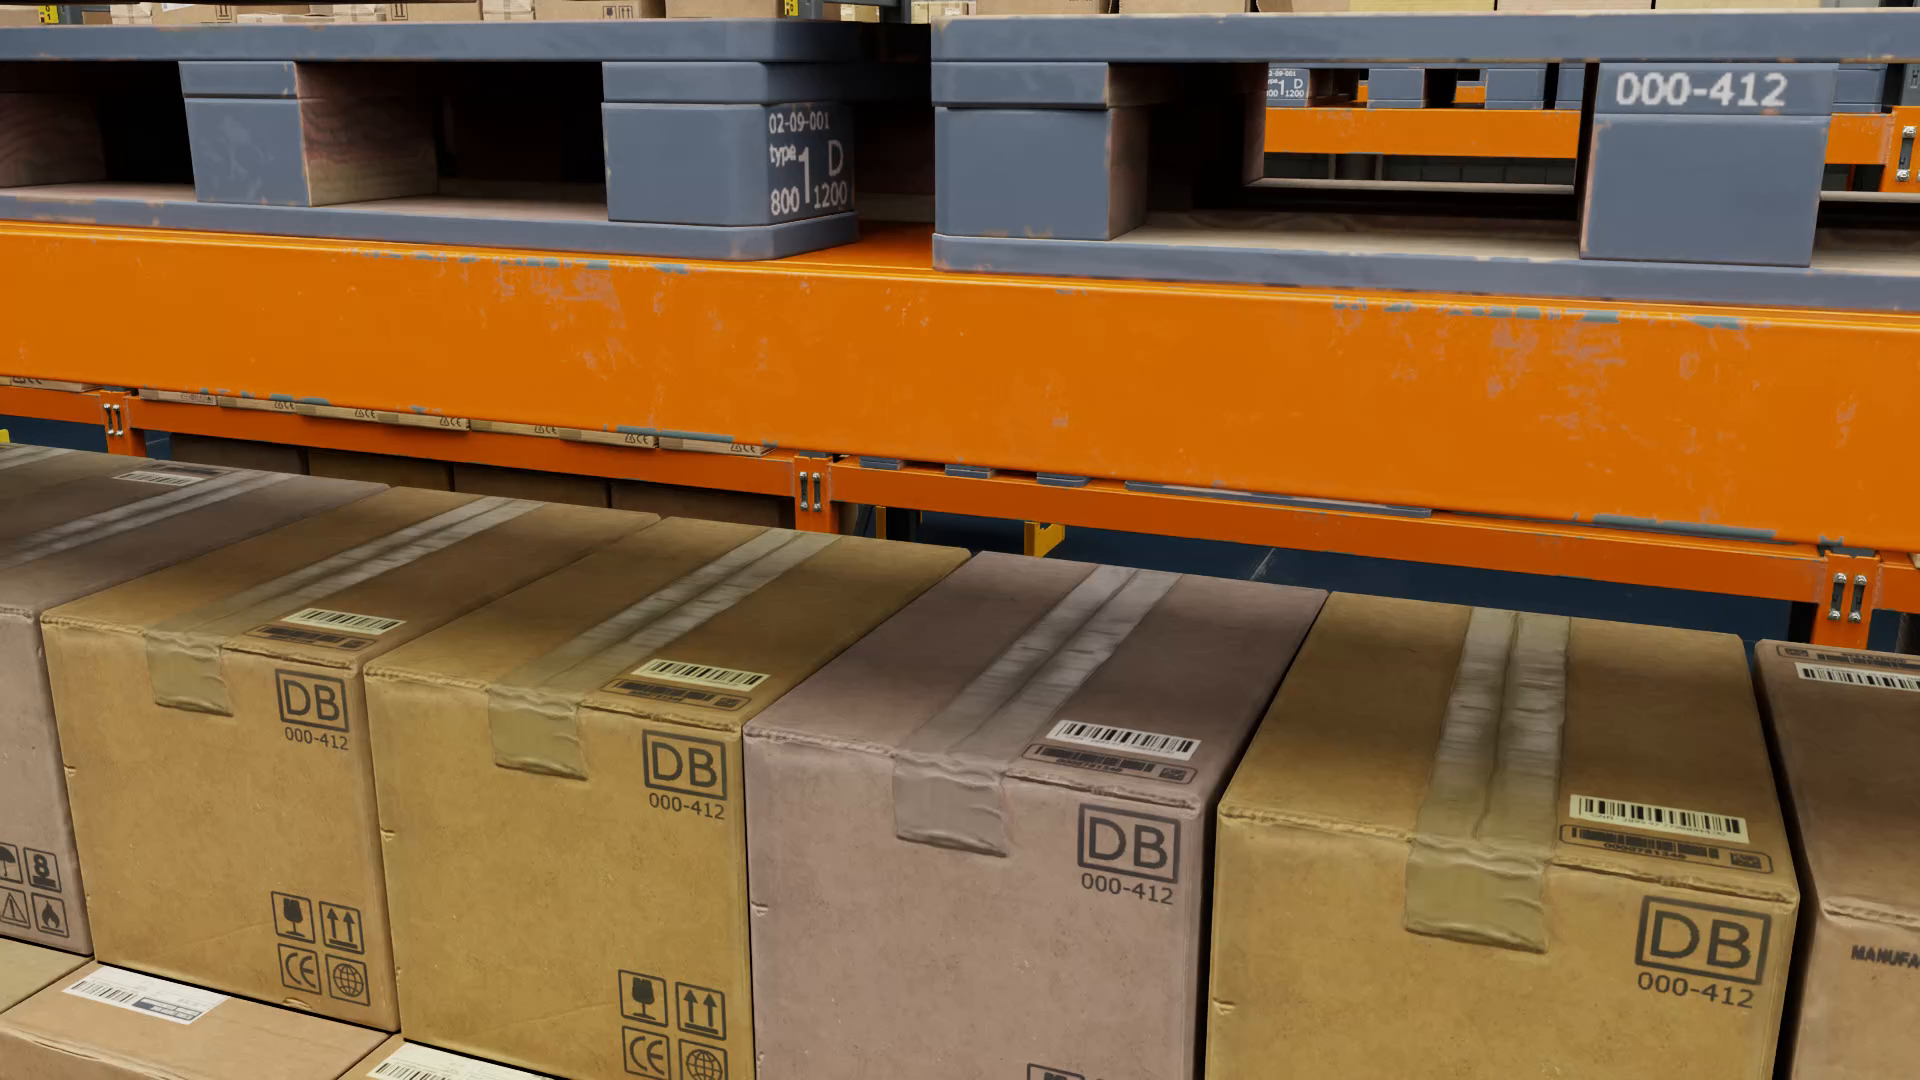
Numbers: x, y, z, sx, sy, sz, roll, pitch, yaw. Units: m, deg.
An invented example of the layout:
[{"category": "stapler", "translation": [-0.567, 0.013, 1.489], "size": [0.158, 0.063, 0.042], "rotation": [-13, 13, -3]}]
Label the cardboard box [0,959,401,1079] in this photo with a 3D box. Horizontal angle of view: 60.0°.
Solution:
[{"category": "cardboard box", "translation": [-0.917, 0.812, 2.316], "size": [0.500, 0.500, 0.500], "rotation": [6, 17, 21]}]

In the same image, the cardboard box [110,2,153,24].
[{"category": "cardboard box", "translation": [-3.840, -2.498, 8.004], "size": [0.258, 0.266, 0.396], "rotation": [6, 17, 20]}]

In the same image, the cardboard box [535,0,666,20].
[{"category": "cardboard box", "translation": [-1.447, -2.395, 7.230], "size": [0.500, 0.500, 0.700], "rotation": [5, 17, 18]}]

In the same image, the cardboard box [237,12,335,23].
[{"category": "cardboard box", "translation": [-3.129, -2.372, 7.749], "size": [0.250, 0.166, 0.380], "rotation": [5, 17, 17]}]

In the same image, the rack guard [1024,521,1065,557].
[{"category": "rack guard", "translation": [0.534, -0.061, 10.436], "size": [0.087, 0.250, 0.587], "rotation": [6, 17, 21]}]

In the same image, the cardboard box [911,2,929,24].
[{"category": "cardboard box", "translation": [-0.274, -3.734, 11.797], "size": [0.250, 0.149, 0.380], "rotation": [6, 17, 21]}]

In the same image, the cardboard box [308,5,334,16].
[{"category": "cardboard box", "translation": [-3.281, -2.626, 8.364], "size": [0.500, 0.311, 0.500], "rotation": [6, 17, 21]}]

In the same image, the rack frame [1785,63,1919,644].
[{"category": "rack frame", "translation": [3.265, -0.244, 6.132], "size": [0.127, 3.000, 1.000], "rotation": [6, 17, 21]}]

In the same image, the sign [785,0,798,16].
[{"category": "sign", "translation": [-0.668, -2.236, 6.548], "size": [0.005, 0.325, 0.100], "rotation": [6, 17, 21]}]

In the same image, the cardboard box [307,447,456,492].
[{"category": "cardboard box", "translation": [-2.728, -0.110, 8.731], "size": [0.875, 0.875, 0.875], "rotation": [7, 18, 22]}]

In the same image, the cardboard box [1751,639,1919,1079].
[{"category": "cardboard box", "translation": [1.078, 0.473, 1.691], "size": [0.500, 0.500, 0.700], "rotation": [6, 17, 20]}]

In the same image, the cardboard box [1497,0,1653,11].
[{"category": "cardboard box", "translation": [2.199, -1.889, 5.936], "size": [0.500, 0.250, 0.500], "rotation": [7, 17, 21]}]

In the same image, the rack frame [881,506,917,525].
[{"category": "rack frame", "translation": [-0.394, -0.764, 10.614], "size": [0.032, 1.500, 0.500], "rotation": [6, 17, 21]}]

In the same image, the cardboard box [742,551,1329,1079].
[{"category": "cardboard box", "translation": [0.129, 0.369, 2.049], "size": [0.500, 0.500, 0.700], "rotation": [6, 17, 21]}]

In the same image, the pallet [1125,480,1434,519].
[{"category": "pallet", "translation": [1.400, -0.369, 6.908], "size": [1.213, 0.211, 1.003], "rotation": [6, 17, 21]}]

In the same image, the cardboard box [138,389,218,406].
[{"category": "cardboard box", "translation": [-3.865, -0.876, 8.581], "size": [0.500, 0.250, 0.500], "rotation": [6, 17, 19]}]

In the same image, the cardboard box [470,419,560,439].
[{"category": "cardboard box", "translation": [-1.966, -0.669, 7.867], "size": [0.500, 0.250, 0.500], "rotation": [6, 17, 20]}]

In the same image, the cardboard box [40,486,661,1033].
[{"category": "cardboard box", "translation": [-0.816, 0.265, 2.408], "size": [0.500, 0.500, 0.700], "rotation": [6, 17, 20]}]

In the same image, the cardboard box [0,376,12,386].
[{"category": "cardboard box", "translation": [-5.183, -1.142, 9.049], "size": [0.500, 0.500, 0.500], "rotation": [6, 17, 19]}]

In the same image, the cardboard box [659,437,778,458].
[{"category": "cardboard box", "translation": [-1.022, -0.565, 7.509], "size": [0.500, 0.250, 0.500], "rotation": [6, 17, 19]}]

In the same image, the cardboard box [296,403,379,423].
[{"category": "cardboard box", "translation": [-2.912, -0.767, 8.206], "size": [0.500, 0.250, 0.500], "rotation": [6, 17, 20]}]

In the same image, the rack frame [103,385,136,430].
[{"category": "rack frame", "translation": [-4.177, -1.062, 8.951], "size": [0.127, 3.000, 1.000], "rotation": [6, 17, 21]}]

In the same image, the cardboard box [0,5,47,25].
[{"category": "cardboard box", "translation": [-4.889, -2.670, 8.419], "size": [0.258, 0.266, 0.396], "rotation": [7, 18, 22]}]

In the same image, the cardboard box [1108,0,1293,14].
[{"category": "cardboard box", "translation": [0.973, -1.994, 6.597], "size": [0.637, 0.503, 0.797], "rotation": [6, 17, 21]}]

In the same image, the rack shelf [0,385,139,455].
[{"category": "rack shelf", "translation": [-6.038, -0.921, 9.756], "size": [4.000, 0.370, 1.077], "rotation": [6, 17, 21]}]

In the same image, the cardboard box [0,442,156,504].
[{"category": "cardboard box", "translation": [-1.765, 0.162, 2.764], "size": [0.500, 0.500, 0.700], "rotation": [6, 17, 20]}]

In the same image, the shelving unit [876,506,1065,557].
[{"category": "shelving unit", "translation": [0.071, -0.712, 10.438], "size": [1.083, 1.500, 0.587], "rotation": [6, 17, 21]}]

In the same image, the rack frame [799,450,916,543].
[{"category": "rack frame", "translation": [-0.456, -0.653, 7.542], "size": [0.127, 3.000, 1.000], "rotation": [6, 17, 21]}]

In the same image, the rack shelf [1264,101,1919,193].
[{"category": "rack shelf", "translation": [1.404, -1.543, 6.519], "size": [4.000, 0.370, 1.077], "rotation": [6, 17, 21]}]

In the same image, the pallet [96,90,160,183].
[{"category": "pallet", "translation": [-1.560, -0.656, 2.513], "size": [1.003, 0.211, 1.213], "rotation": [7, 18, 23]}]

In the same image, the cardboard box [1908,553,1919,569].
[{"category": "cardboard box", "translation": [3.440, -0.008, 5.770], "size": [0.250, 0.149, 0.380], "rotation": [6, 17, 20]}]

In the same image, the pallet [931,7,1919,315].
[{"category": "pallet", "translation": [0.671, -0.379, 1.562], "size": [1.217, 0.209, 0.805], "rotation": [6, 17, 18]}]

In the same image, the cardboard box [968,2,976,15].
[{"category": "cardboard box", "translation": [0.240, -3.707, 11.703], "size": [0.250, 0.149, 0.380], "rotation": [6, 17, 20]}]

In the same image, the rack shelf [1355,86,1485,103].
[{"category": "rack shelf", "translation": [3.222, -2.831, 10.955], "size": [4.000, 0.370, 1.077], "rotation": [6, 17, 21]}]

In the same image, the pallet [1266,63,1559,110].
[{"category": "pallet", "translation": [1.763, -1.790, 6.416], "size": [1.003, 0.211, 1.213], "rotation": [6, 17, 21]}]

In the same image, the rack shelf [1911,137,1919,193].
[{"category": "rack shelf", "translation": [5.125, -1.134, 5.110], "size": [4.000, 0.370, 1.077], "rotation": [6, 17, 21]}]

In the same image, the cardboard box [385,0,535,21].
[{"category": "cardboard box", "translation": [-2.202, -2.448, 7.413], "size": [0.500, 0.500, 0.500], "rotation": [6, 17, 21]}]

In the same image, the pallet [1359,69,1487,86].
[{"category": "pallet", "translation": [3.067, -3.130, 11.035], "size": [1.213, 0.211, 1.003], "rotation": [7, 18, 23]}]

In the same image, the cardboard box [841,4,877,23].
[{"category": "cardboard box", "translation": [-0.789, -3.775, 11.903], "size": [0.250, 0.149, 0.380], "rotation": [6, 17, 21]}]

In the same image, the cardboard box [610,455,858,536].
[{"category": "cardboard box", "translation": [-1.068, 0.074, 8.097], "size": [0.875, 0.875, 0.875], "rotation": [6, 17, 20]}]
